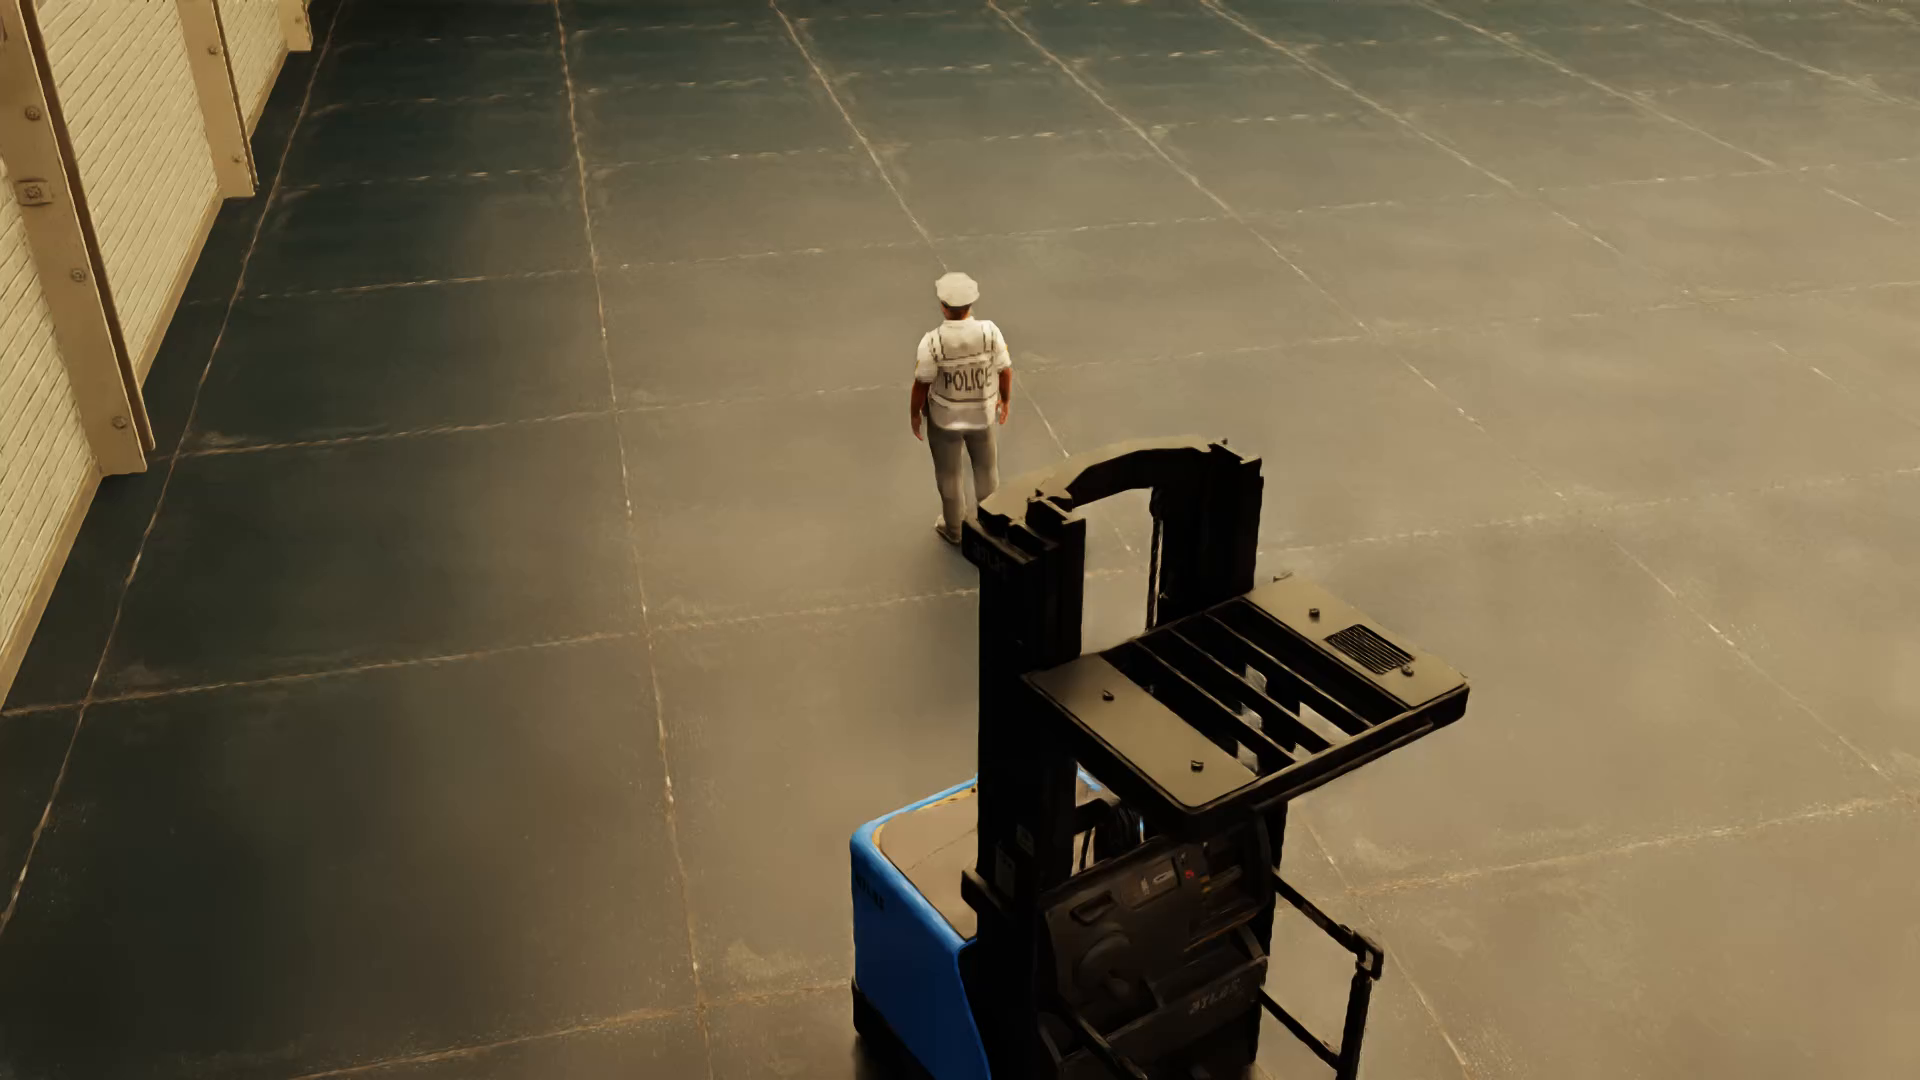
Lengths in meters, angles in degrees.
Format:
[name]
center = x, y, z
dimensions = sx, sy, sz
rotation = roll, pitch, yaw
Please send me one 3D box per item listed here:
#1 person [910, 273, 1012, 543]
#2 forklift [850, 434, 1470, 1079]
[person]
center = -0.007, -0.814, 10.120
dimensions = 0.640, 1.773, 0.574
rotation = -7, 31, -12
[forklift]
center = 0.792, 1.260, 5.397
dimensions = 1.130, 2.935, 3.031
rotation = -18, 35, -29
